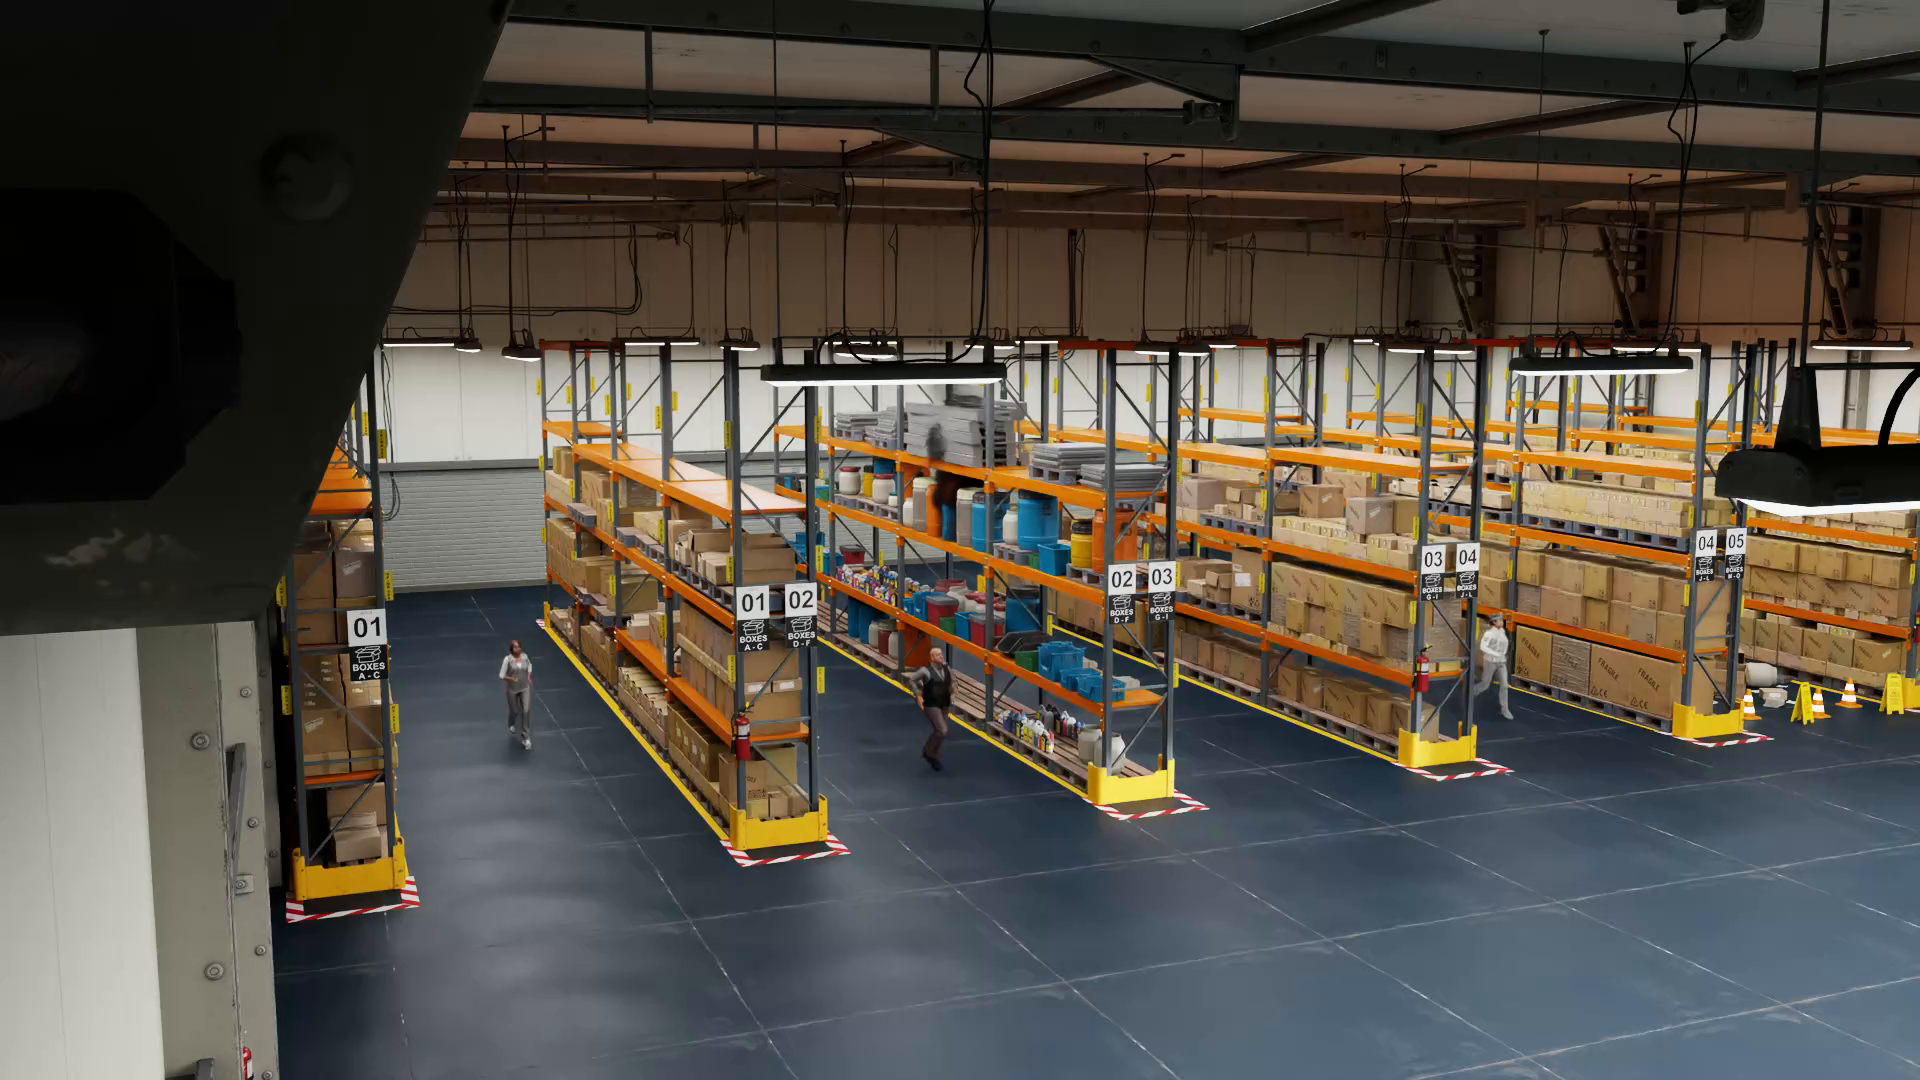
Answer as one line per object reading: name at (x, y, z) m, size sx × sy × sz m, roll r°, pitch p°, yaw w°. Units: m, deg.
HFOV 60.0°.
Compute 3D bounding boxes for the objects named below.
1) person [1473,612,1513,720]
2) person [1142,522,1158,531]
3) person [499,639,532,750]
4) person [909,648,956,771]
person at (8.663, 1.993, 26.926) m, size 0.657 × 1.688 × 0.947 m, roll -4°, pitch 9°, yaw -31°
person at (4.646, 0.156, 40.975) m, size 0.563 × 1.730 × 0.719 m, roll -4°, pitch 8°, yaw -28°
person at (-6.660, 2.283, 25.019) m, size 0.536 × 1.609 × 0.871 m, roll -4°, pitch 8°, yaw -29°
person at (-0.329, 2.408, 23.724) m, size 0.630 × 1.755 × 0.725 m, roll -7°, pitch 10°, yaw -43°
